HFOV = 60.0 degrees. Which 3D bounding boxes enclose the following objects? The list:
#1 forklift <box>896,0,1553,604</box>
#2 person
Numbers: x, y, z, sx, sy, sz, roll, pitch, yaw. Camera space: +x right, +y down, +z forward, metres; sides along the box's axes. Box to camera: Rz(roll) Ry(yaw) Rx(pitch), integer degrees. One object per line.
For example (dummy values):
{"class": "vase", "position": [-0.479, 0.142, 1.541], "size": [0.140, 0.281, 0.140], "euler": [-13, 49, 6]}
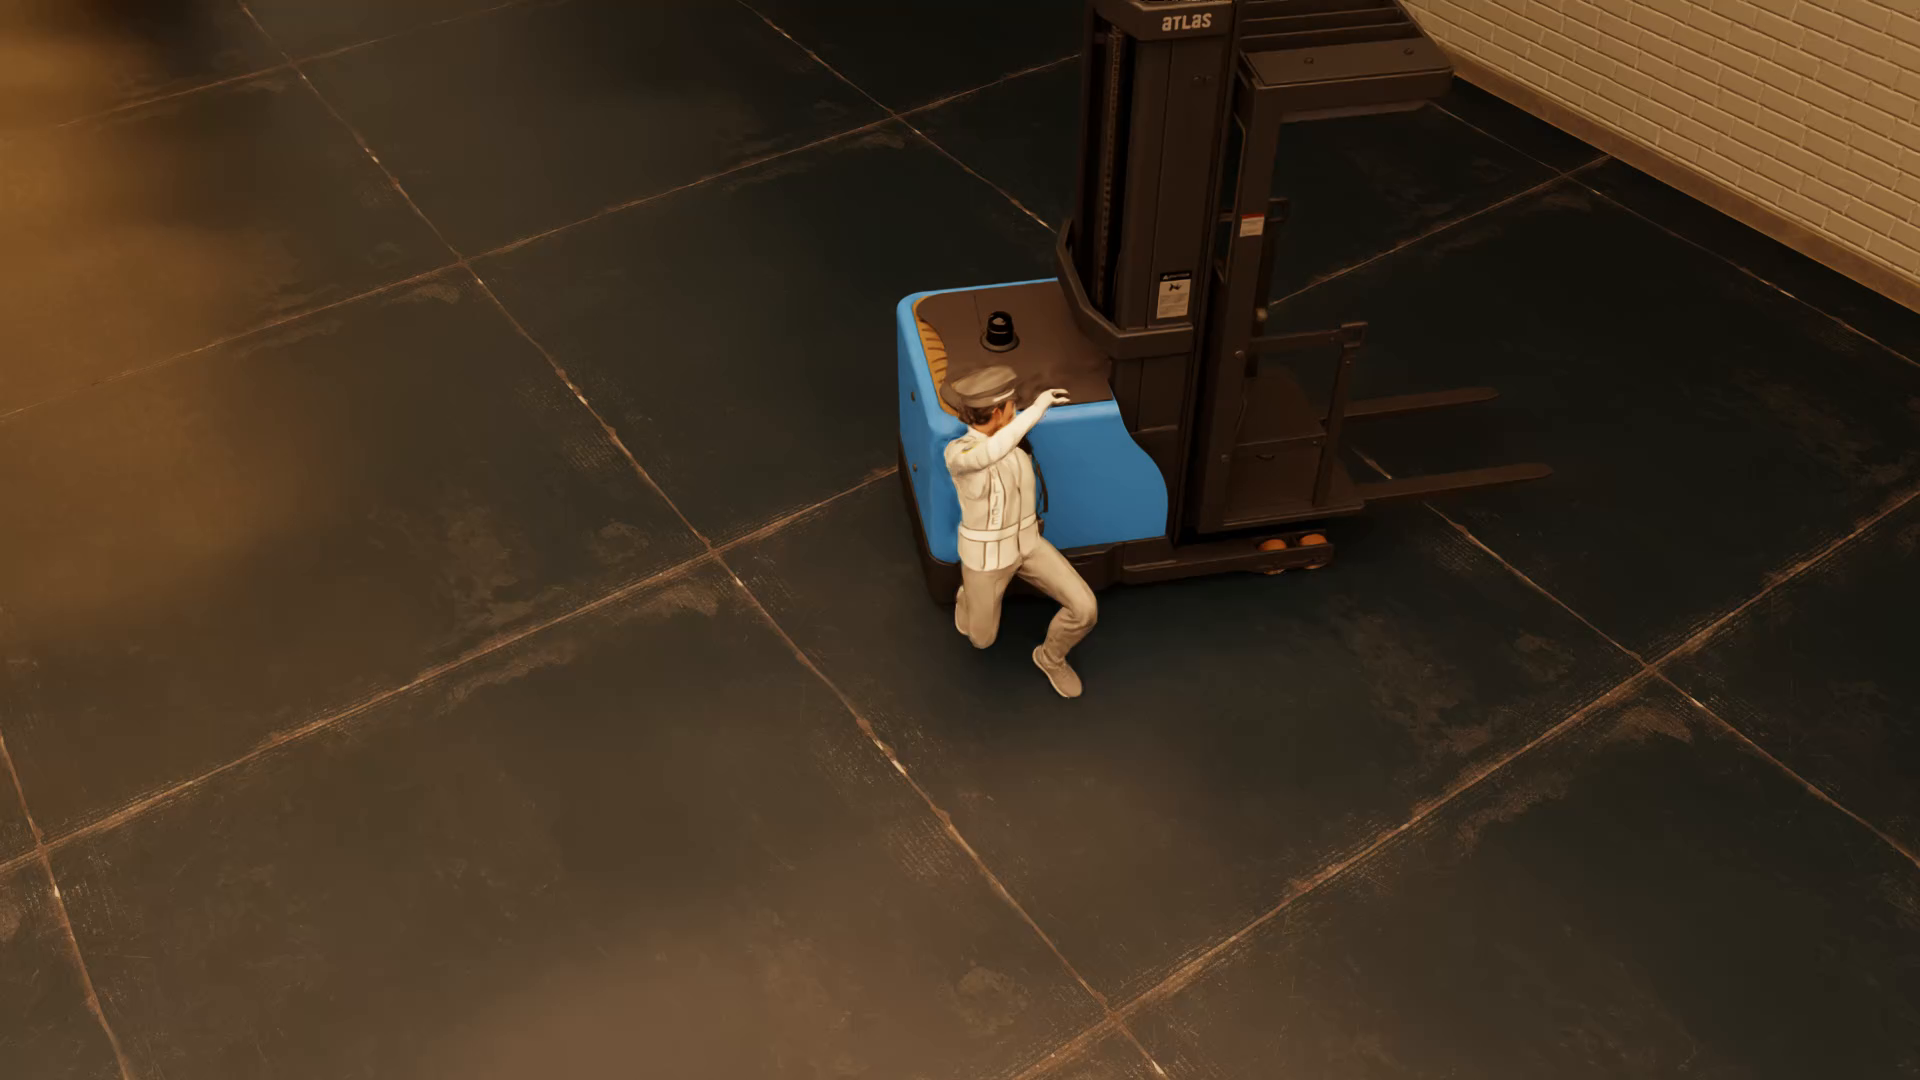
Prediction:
{"class": "forklift", "position": [1.268, -1.265, 7.089], "size": [3.031, 2.935, 1.130], "euler": [-7, 43, -8]}
{"class": "person", "position": [0.429, -0.104, 6.968], "size": [0.975, 1.428, 0.848], "euler": [-28, 49, -27]}
